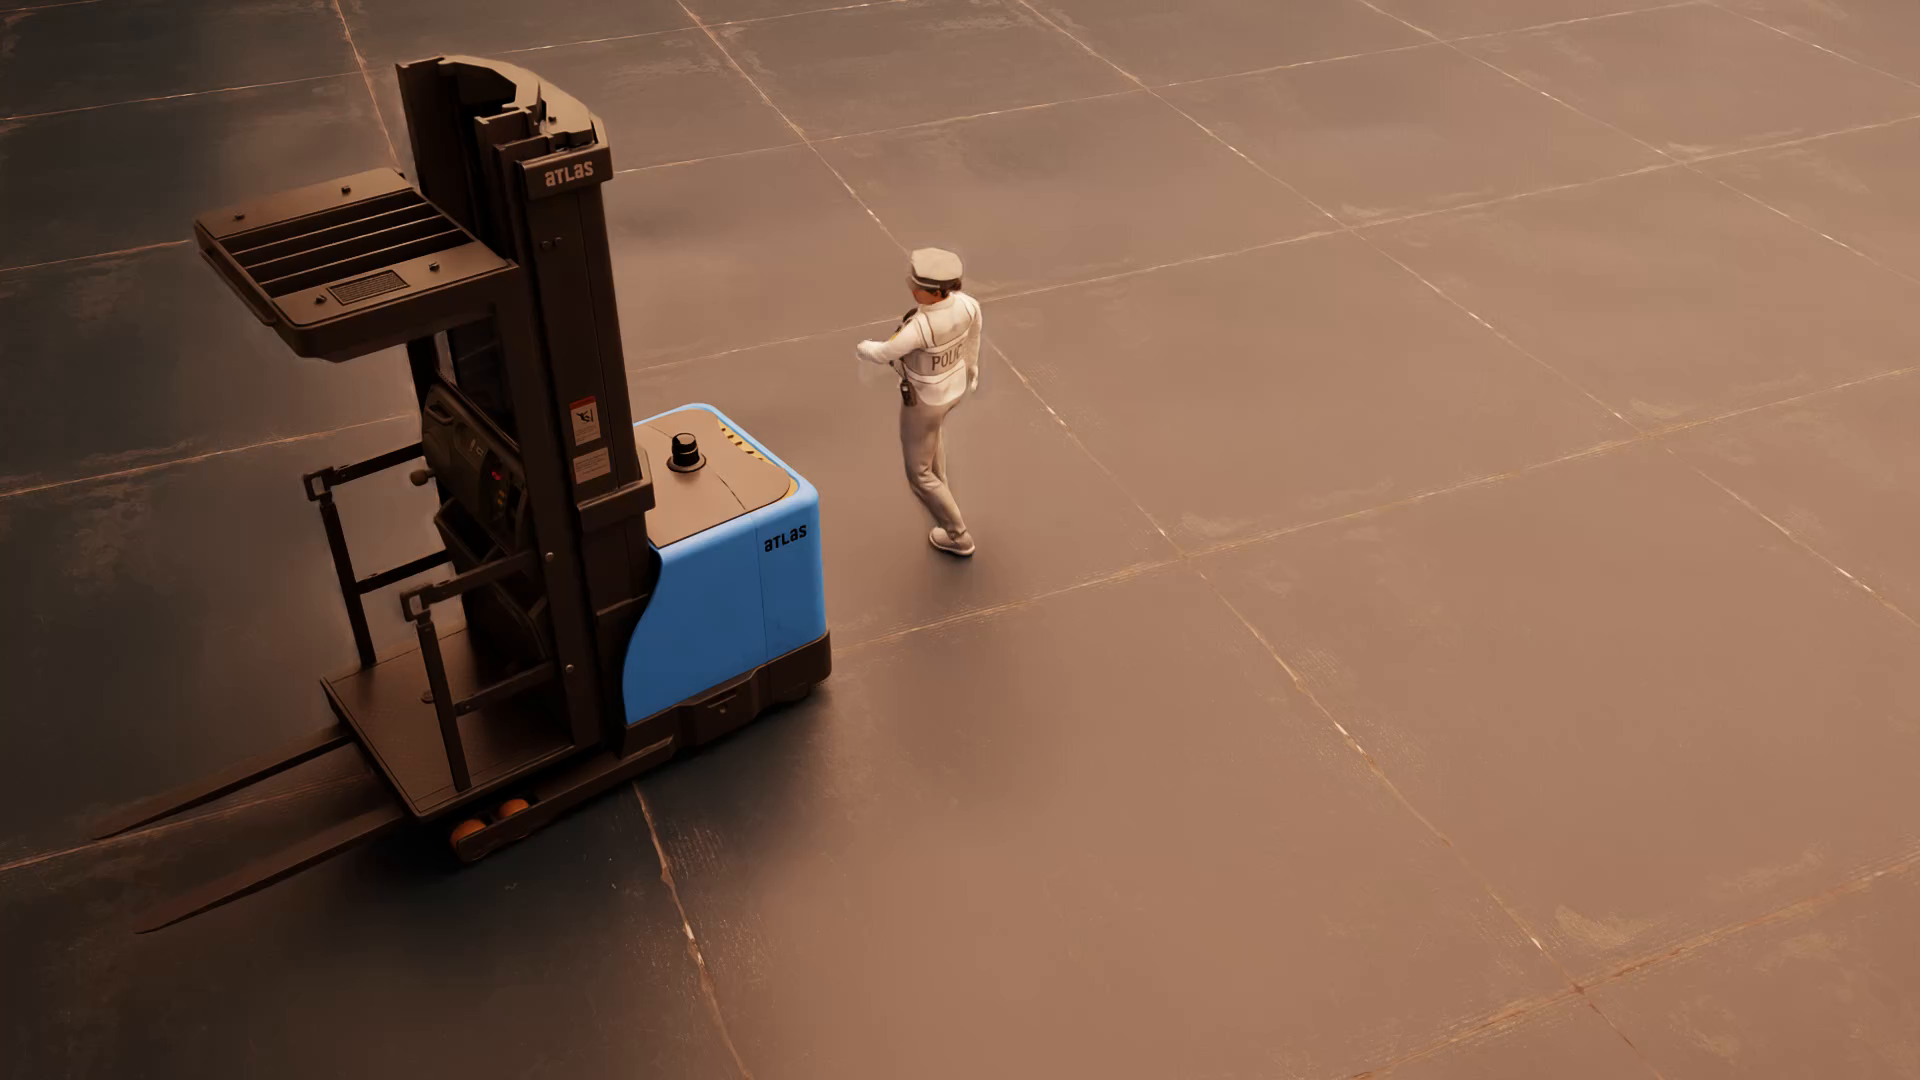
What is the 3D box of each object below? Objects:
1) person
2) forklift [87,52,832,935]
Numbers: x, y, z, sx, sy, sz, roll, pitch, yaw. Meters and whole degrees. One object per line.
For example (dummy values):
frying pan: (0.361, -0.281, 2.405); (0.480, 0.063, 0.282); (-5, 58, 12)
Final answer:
person: (-0.149, -0.779, 8.361); (0.774, 1.584, 0.639); (20, 40, 26)
forklift: (-2.068, -0.235, 6.429); (3.031, 2.935, 1.130); (-24, 42, -30)
